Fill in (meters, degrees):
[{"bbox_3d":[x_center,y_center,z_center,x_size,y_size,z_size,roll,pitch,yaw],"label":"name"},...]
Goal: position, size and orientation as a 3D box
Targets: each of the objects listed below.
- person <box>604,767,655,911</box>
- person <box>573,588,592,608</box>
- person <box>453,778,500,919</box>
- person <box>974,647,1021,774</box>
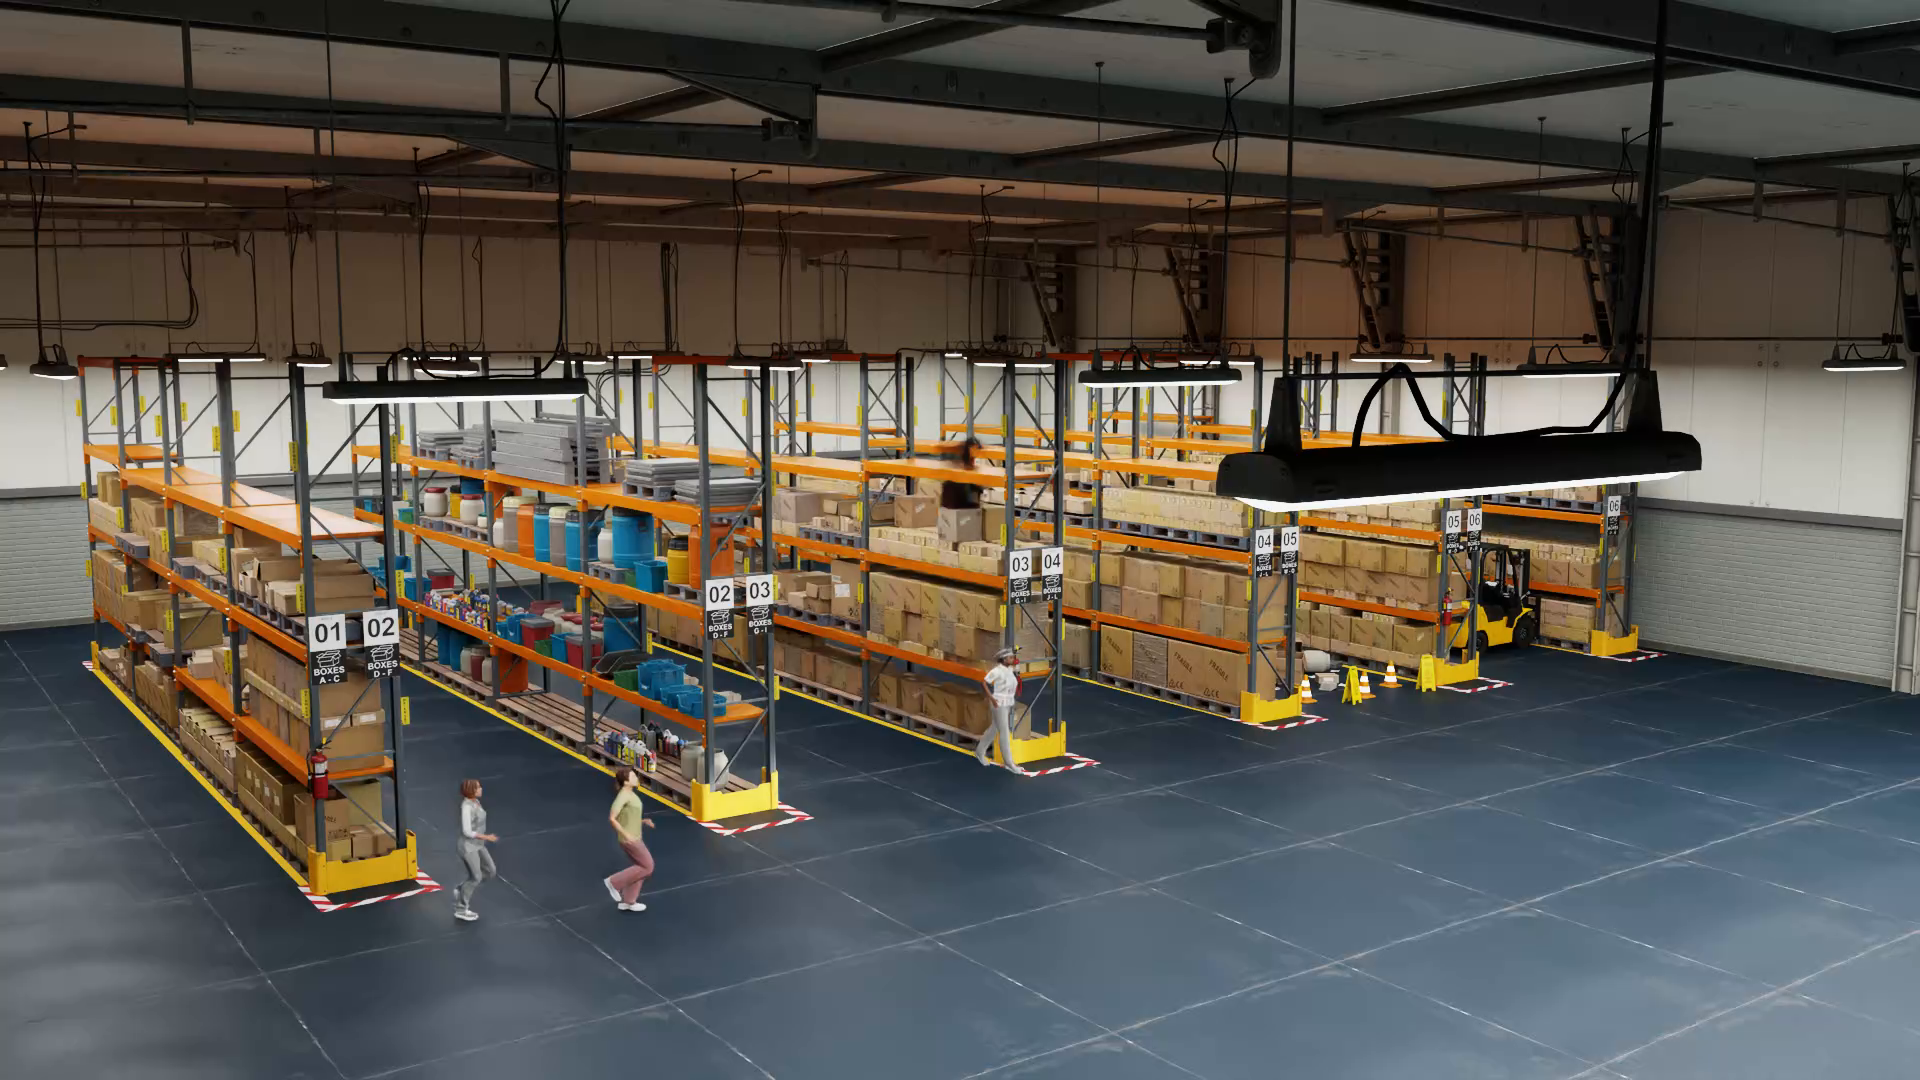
[{"bbox_3d":[-3.661,3.296,18.418,0.548,1.605,0.585,-1,7,-5],"label":"person"},{"bbox_3d":[-8.795,0.734,39.063,0.611,1.743,0.708,-2,7,-20],"label":"person"},{"bbox_3d":[-5.294,3.361,18.185,0.549,1.566,0.574,-1,7,-4],"label":"person"},{"bbox_3d":[0.580,2.382,23.591,0.798,1.744,0.604,4,8,28],"label":"person"}]
